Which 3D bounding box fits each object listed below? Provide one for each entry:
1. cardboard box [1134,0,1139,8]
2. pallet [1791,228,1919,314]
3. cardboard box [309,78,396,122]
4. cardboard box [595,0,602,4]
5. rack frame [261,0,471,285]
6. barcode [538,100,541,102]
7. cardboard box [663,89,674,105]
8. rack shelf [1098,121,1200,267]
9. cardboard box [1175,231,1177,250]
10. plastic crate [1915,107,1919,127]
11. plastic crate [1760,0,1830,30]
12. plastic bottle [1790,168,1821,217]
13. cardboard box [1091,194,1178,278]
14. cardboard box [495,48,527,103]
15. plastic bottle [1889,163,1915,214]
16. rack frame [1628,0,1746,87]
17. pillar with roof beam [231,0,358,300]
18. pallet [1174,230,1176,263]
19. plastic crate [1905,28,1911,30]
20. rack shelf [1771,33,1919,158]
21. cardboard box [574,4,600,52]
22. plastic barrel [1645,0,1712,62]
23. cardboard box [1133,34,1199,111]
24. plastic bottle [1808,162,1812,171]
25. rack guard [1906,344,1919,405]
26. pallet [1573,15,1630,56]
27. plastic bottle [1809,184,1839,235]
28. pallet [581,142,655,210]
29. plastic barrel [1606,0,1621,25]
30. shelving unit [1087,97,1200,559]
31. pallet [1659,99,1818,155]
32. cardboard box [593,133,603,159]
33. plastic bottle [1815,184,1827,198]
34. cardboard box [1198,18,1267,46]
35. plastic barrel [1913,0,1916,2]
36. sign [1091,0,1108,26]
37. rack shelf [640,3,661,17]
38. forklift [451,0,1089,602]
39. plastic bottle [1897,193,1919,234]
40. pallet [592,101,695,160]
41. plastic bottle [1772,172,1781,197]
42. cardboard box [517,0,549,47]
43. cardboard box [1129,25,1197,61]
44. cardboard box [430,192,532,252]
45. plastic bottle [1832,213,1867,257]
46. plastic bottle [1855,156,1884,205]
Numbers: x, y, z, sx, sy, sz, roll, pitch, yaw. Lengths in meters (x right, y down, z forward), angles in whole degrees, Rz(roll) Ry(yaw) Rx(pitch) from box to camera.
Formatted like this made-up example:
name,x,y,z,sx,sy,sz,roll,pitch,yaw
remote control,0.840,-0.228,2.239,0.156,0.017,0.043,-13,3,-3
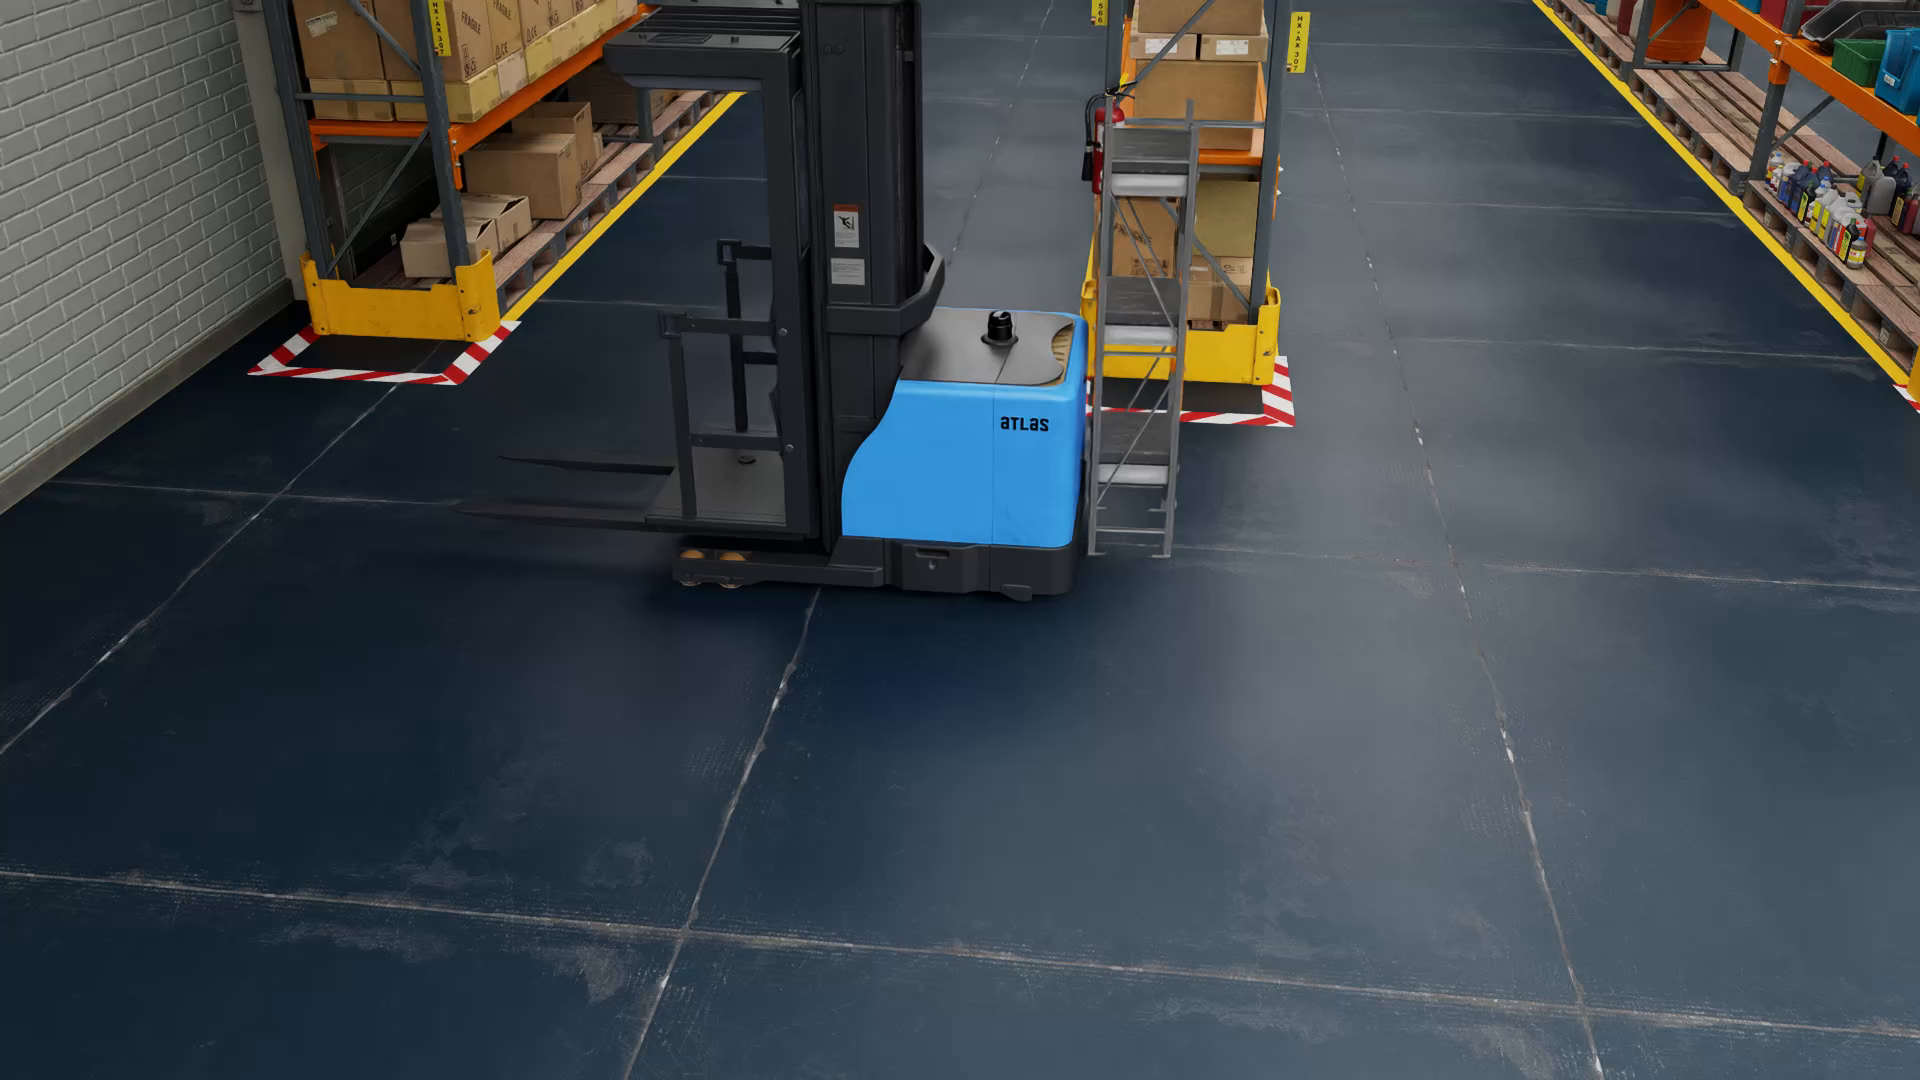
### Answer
name,x,y,z,sx,sy,sz,roll,pitch,yaw
cardboard box,1.274,-3.254,10.338,0.380,0.149,0.250,4,29,7
pallet,6.456,-1.848,11.457,1.003,0.211,1.213,3,28,6
cardboard box,-3.731,-2.832,10.481,0.500,0.250,0.500,4,29,7
cardboard box,-2.912,-4.338,12.486,0.500,0.500,0.500,3,28,6
rack frame,-3.596,-2.658,10.021,1.000,3.000,0.127,3,28,6
barcode,-3.410,-3.535,13.482,0.001,0.075,0.075,3,28,6
cardboard box,-3.018,-4.227,15.106,0.700,0.500,0.500,3,28,5
rack shelf,0.842,-1.564,7.492,0.431,0.518,0.480,2,28,4
cardboard box,1.727,-2.056,11.361,0.500,0.250,0.500,3,28,6
plastic crate,6.086,-2.575,10.024,0.499,0.251,0.408,3,28,6
plastic crate,6.483,-4.239,12.888,0.402,0.464,0.583,3,28,6
plastic bottle,6.193,-2.548,12.146,0.144,0.351,0.185,2,28,4
cardboard box,1.092,-1.946,10.365,0.500,0.500,0.500,3,28,6
cardboard box,-3.171,-3.057,10.899,0.500,0.250,0.500,2,28,5
plastic bottle,6.910,-2.582,12.209,0.144,0.351,0.185,2,28,4
rack frame,7.217,-5.848,15.942,1.000,3.000,0.127,3,28,6
pillar with roof beam,-0.096,-5.429,8.838,9.100,9.000,0.400,3,28,6
pallet,1.525,-2.079,11.887,1.003,0.211,1.213,3,28,6
plastic crate,6.861,-3.363,11.486,0.499,0.251,0.616,3,28,6
rack shelf,6.482,-2.707,10.870,1.077,0.370,4.000,3,28,6
cardboard box,-2.978,-3.771,12.224,0.500,0.250,0.500,3,28,6
plastic barrel,7.260,-5.309,16.786,0.600,0.830,0.708,3,28,6
cardboard box,1.451,-2.882,10.332,0.700,0.500,0.500,4,29,8
plastic bottle,6.346,-2.679,12.459,0.061,0.283,0.133,3,28,6
rack guard,6.199,-1.020,9.616,1.175,0.500,0.348,3,28,6
pallet,7.424,-5.566,18.360,1.003,0.211,1.213,3,28,6
plastic bottle,6.141,-2.348,11.774,0.144,0.351,0.185,3,28,6
pallet,-3.153,-2.995,13.586,1.003,0.211,1.213,3,28,6
plastic barrel,7.379,-5.971,18.351,0.421,0.512,0.421,0,28,0
shelving unit,0.842,-0.960,7.818,0.431,2.100,0.503,2,28,4
pallet,6.932,-3.685,14.868,1.003,0.211,1.213,3,28,6
cardboard box,-3.141,-3.233,13.613,0.380,0.166,0.250,0,28,0
plastic bottle,6.212,-2.441,12.032,0.097,0.271,0.097,0,28,0
cardboard box,1.613,-2.998,9.863,0.380,0.149,0.250,3,28,5
plastic barrel,7.075,-4.350,12.633,0.600,0.901,0.708,3,28,6
sign,0.784,-3.024,9.230,0.100,0.325,0.005,3,28,6
rack shelf,-2.860,-5.165,15.434,1.077,0.370,4.000,3,28,6
forklift,-0.924,-1.306,7.583,3.031,2.935,1.130,4,29,7
plastic bottle,6.741,-2.330,11.813,0.061,0.283,0.133,3,28,6
pallet,-3.012,-3.680,14.857,1.003,0.211,1.213,3,28,6
plastic bottle,6.228,-2.706,12.598,0.097,0.201,0.097,0,28,0
cardboard box,-3.099,-3.613,11.140,0.500,0.500,0.500,2,28,5
cardboard box,1.179,-2.892,9.667,0.380,0.149,0.250,3,28,5
cardboard box,-3.352,-2.257,11.647,0.500,0.311,0.500,6,29,10
plastic bottle,6.085,-2.084,11.363,0.152,0.276,0.135,4,29,7
plastic bottle,6.791,-2.681,12.393,0.144,0.351,0.185,3,28,6
